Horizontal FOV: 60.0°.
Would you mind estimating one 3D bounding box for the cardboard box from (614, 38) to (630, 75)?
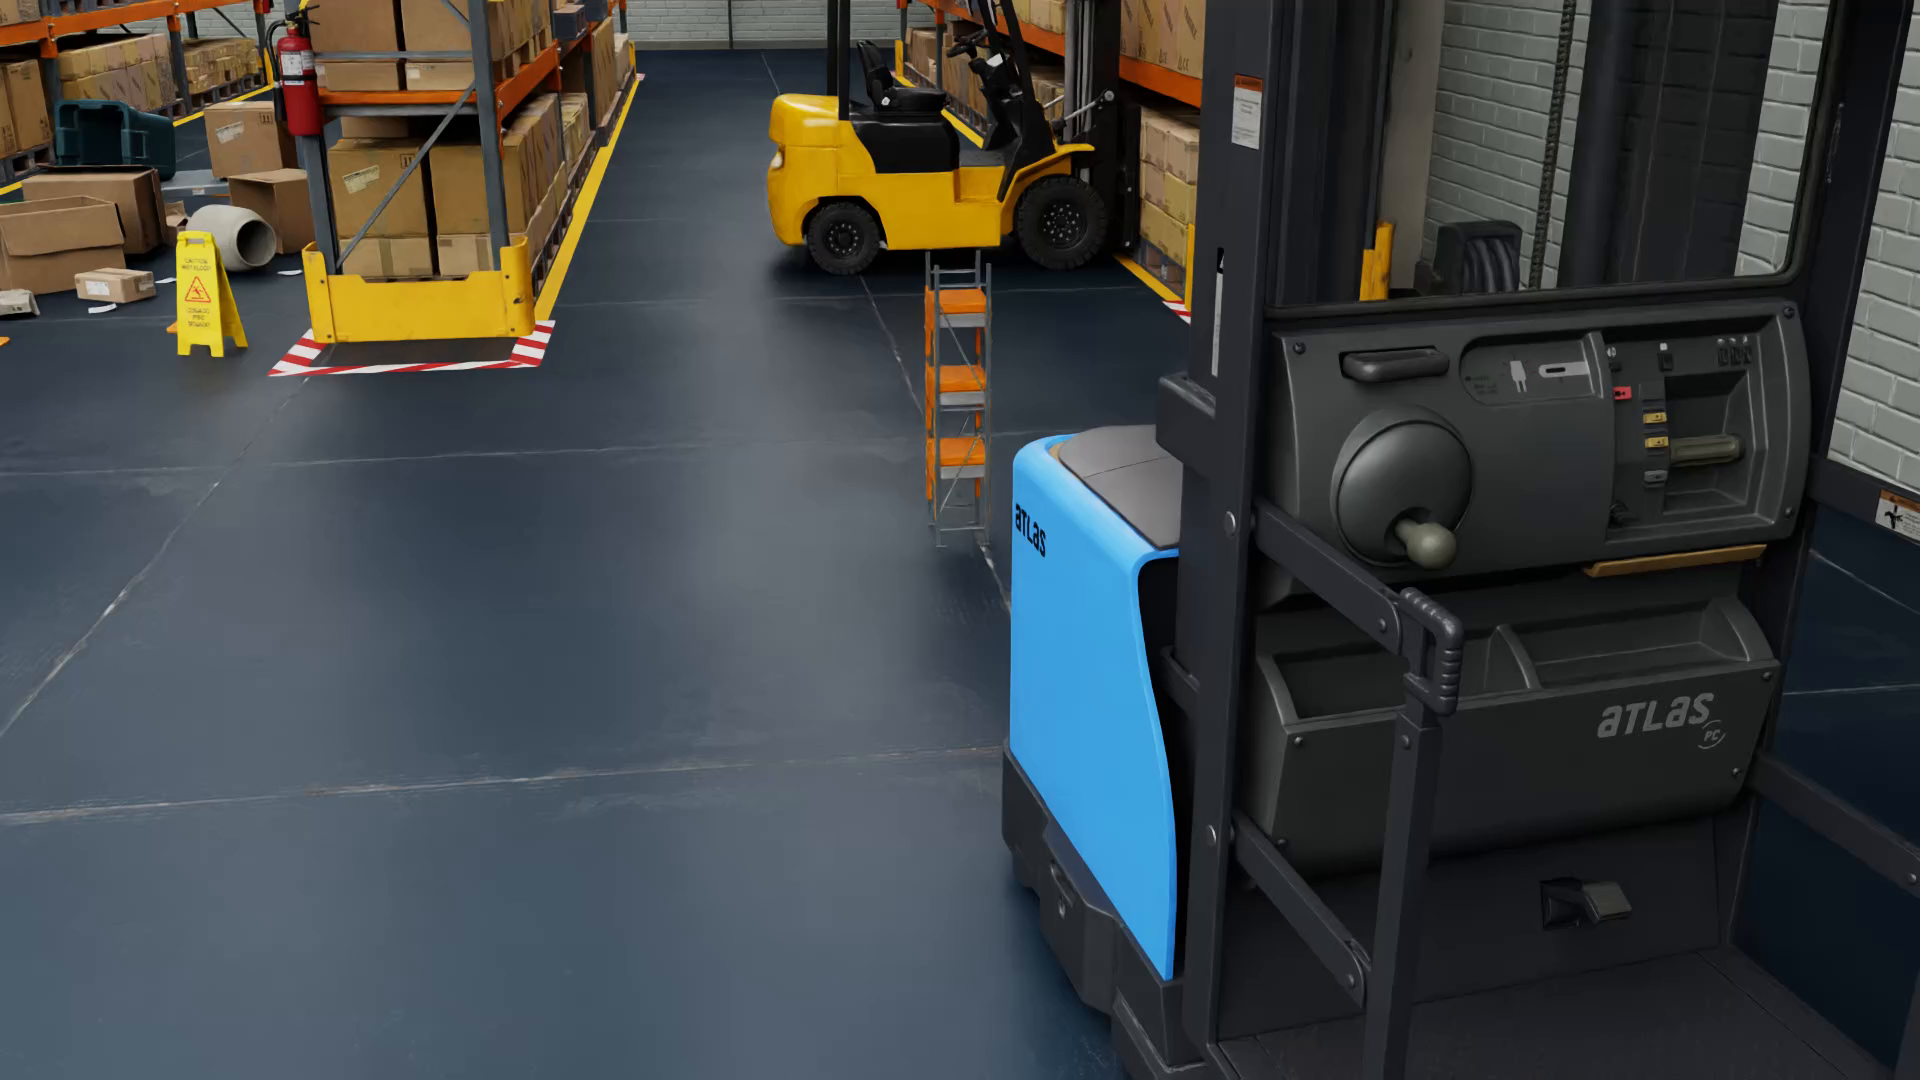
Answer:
[{"bbox_3d":[-4.950,-6.537,22.494,0.875,0.438,0.875,-2,21,-6],"label":"cardboard box"}]

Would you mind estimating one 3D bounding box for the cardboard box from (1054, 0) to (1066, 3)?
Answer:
[{"bbox_3d":[1.033,-4.499,13.474,0.500,0.250,0.500,-3,21,-9],"label":"cardboard box"}]

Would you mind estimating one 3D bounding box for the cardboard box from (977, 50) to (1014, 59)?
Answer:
[{"bbox_3d":[0.388,-5.143,17.745,0.380,0.149,0.250,-4,21,-11],"label":"cardboard box"}]

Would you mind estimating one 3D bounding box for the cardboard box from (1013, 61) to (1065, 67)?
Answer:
[{"bbox_3d":[0.856,-4.430,16.584,0.875,0.625,0.625,-2,21,-6],"label":"cardboard box"}]

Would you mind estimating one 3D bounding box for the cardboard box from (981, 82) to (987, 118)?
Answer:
[{"bbox_3d":[0.506,-4.724,17.549,0.500,0.500,0.500,-2,21,-6],"label":"cardboard box"}]

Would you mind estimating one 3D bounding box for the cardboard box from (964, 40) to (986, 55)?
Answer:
[{"bbox_3d":[0.242,-5.690,19.210,0.380,0.149,0.250,-2,21,-6],"label":"cardboard box"}]

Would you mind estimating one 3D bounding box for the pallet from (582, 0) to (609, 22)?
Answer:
[{"bbox_3d":[-3.923,-4.980,15.536,1.213,0.211,1.003,-3,21,-8],"label":"pallet"}]

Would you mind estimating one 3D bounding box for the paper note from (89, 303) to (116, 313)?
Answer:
[{"bbox_3d":[-5.084,-1.377,9.859,0.148,0.019,0.142,-11,23,-26],"label":"paper note"}]

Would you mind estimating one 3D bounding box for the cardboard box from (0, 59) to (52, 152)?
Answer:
[{"bbox_3d":[-9.017,-3.954,15.130,1.050,0.750,0.750,-3,21,-8],"label":"cardboard box"}]

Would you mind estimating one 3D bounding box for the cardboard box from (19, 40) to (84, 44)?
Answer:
[{"bbox_3d":[-9.598,-5.158,17.640,0.500,0.250,0.500,-2,21,-6],"label":"cardboard box"}]

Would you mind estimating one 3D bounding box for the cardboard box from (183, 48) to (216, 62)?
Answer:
[{"bbox_3d":[-9.519,-6.046,20.740,0.380,0.149,0.250,-2,21,-7],"label":"cardboard box"}]

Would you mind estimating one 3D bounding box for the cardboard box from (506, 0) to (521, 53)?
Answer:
[{"bbox_3d":[-2.850,-3.084,9.619,0.500,0.500,0.500,-2,21,-6],"label":"cardboard box"}]

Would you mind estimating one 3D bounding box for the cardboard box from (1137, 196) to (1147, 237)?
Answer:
[{"bbox_3d":[1.427,-2.194,11.134,0.500,0.250,0.500,-3,21,-7],"label":"cardboard box"}]

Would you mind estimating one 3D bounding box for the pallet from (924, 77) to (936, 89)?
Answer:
[{"bbox_3d":[0.105,-5.879,21.655,1.003,0.211,1.213,-3,21,-8],"label":"pallet"}]

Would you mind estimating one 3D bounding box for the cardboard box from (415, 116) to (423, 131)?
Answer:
[{"bbox_3d":[-3.504,-2.580,10.167,0.380,0.149,0.250,-3,21,-7],"label":"cardboard box"}]

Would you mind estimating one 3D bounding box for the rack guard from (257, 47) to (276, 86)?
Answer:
[{"bbox_3d":[-10.158,-6.599,23.169,1.175,0.500,0.348,-3,21,-8],"label":"rack guard"}]

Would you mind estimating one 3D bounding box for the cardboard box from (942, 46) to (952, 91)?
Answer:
[{"bbox_3d":[0.050,-5.794,20.415,0.500,0.500,0.500,-2,21,-5],"label":"cardboard box"}]

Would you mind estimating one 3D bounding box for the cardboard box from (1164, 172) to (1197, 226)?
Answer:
[{"bbox_3d":[1.553,-2.088,10.135,0.500,0.250,0.500,-3,21,-8],"label":"cardboard box"}]

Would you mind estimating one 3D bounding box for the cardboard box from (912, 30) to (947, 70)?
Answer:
[{"bbox_3d":[-0.294,-6.844,23.225,0.700,0.500,0.500,-2,21,-6],"label":"cardboard box"}]

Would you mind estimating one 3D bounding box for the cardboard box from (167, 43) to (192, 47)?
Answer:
[{"bbox_3d":[-10.213,-6.376,21.625,0.380,0.149,0.250,-2,21,-6],"label":"cardboard box"}]

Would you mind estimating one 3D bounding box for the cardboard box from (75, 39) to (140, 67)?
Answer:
[{"bbox_3d":[-9.083,-5.182,17.704,0.500,0.250,0.500,-4,21,-10],"label":"cardboard box"}]

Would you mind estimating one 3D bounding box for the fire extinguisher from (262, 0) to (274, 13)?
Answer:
[{"bbox_3d":[-9.748,-7.696,23.177,0.296,0.674,0.183,-3,21,-8],"label":"fire extinguisher"}]

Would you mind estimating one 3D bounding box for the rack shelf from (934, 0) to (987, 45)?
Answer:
[{"bbox_3d":[0.491,-5.918,18.802,1.077,0.370,4.000,-3,21,-8],"label":"rack shelf"}]

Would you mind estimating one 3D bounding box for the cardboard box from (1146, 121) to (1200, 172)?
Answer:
[{"bbox_3d":[1.479,-2.490,10.496,0.500,0.250,0.500,-3,21,-7],"label":"cardboard box"}]

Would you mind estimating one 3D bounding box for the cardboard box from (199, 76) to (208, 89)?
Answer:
[{"bbox_3d":[-9.452,-5.590,20.371,0.380,0.149,0.250,-3,21,-8],"label":"cardboard box"}]

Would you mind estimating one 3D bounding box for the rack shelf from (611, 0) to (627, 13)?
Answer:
[{"bbox_3d":[-4.996,-7.051,21.836,1.077,0.370,4.000,-3,21,-8],"label":"rack shelf"}]

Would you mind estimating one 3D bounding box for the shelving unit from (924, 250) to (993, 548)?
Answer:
[{"bbox_3d":[-0.008,-0.510,6.082,0.215,1.050,0.252,-3,21,-8],"label":"shelving unit"}]

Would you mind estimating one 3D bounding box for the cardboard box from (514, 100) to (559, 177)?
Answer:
[{"bbox_3d":[-3.129,-2.819,11.733,0.500,0.500,0.500,-3,21,-7],"label":"cardboard box"}]

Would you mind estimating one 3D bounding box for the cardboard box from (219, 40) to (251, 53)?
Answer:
[{"bbox_3d":[-9.699,-6.592,22.204,0.380,0.149,0.250,-3,21,-9],"label":"cardboard box"}]

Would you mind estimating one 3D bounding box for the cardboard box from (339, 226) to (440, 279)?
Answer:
[{"bbox_3d":[-3.365,-1.724,9.875,0.500,0.250,0.500,-3,21,-8],"label":"cardboard box"}]

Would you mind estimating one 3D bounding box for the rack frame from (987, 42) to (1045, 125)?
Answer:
[{"bbox_3d":[0.780,-5.563,16.822,1.000,3.000,0.127,-3,21,-8],"label":"rack frame"}]

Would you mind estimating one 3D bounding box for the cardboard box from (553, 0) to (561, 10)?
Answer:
[{"bbox_3d":[-3.322,-4.212,12.966,0.380,0.149,0.250,-3,21,-7],"label":"cardboard box"}]

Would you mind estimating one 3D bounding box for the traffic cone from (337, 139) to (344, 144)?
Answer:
[{"bbox_3d":[-5.119,-3.096,13.845,0.336,0.463,0.334,-3,21,-8],"label":"traffic cone"}]

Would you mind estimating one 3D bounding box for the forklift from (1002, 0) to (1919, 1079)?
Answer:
[{"bbox_3d":[0.999,-0.152,2.434,1.130,2.935,3.031,-6,21,-15],"label":"forklift"}]

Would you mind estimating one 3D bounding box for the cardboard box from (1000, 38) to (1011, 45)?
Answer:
[{"bbox_3d":[0.678,-5.804,19.515,0.380,0.149,0.250,-2,21,-6],"label":"cardboard box"}]

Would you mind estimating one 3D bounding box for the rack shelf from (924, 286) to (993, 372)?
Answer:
[{"bbox_3d":[-0.008,-0.766,5.986,0.215,0.259,0.240,-3,21,-8],"label":"rack shelf"}]

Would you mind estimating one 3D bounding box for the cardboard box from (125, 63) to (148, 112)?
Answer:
[{"bbox_3d":[-9.093,-4.838,17.854,0.500,0.500,0.500,-3,21,-9],"label":"cardboard box"}]

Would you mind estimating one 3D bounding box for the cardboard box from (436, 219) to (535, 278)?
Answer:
[{"bbox_3d":[-2.821,-1.743,9.925,0.500,0.250,0.500,-3,21,-8],"label":"cardboard box"}]

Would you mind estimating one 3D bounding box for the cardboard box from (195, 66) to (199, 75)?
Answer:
[{"bbox_3d":[-9.524,-5.719,20.290,0.380,0.149,0.250,-3,21,-8],"label":"cardboard box"}]

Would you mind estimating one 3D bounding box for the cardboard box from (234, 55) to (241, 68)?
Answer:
[{"bbox_3d":[-9.646,-6.270,21.765,0.380,0.149,0.250,-3,21,-7],"label":"cardboard box"}]

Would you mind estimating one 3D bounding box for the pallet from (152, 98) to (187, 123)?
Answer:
[{"bbox_3d":[-9.478,-4.835,18.861,1.003,0.211,1.213,-3,21,-8],"label":"pallet"}]

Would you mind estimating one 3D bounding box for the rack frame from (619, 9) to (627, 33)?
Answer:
[{"bbox_3d":[-5.285,-8.081,23.565,1.000,3.000,0.127,-3,21,-8],"label":"rack frame"}]

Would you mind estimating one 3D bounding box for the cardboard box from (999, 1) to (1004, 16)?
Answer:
[{"bbox_3d":[0.669,-5.152,15.937,0.500,0.250,0.500,-3,21,-9],"label":"cardboard box"}]

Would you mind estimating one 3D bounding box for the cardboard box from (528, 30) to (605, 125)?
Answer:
[{"bbox_3d":[-4.149,-4.756,17.098,0.875,0.875,0.875,-3,21,-8],"label":"cardboard box"}]

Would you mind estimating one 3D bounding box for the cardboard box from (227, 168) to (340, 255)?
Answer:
[{"bbox_3d":[-4.747,-2.317,11.700,0.500,0.500,0.500,12,24,29],"label":"cardboard box"}]

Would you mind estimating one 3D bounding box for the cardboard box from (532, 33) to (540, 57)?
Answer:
[{"bbox_3d":[-3.057,-3.361,11.286,0.380,0.149,0.250,-3,21,-9],"label":"cardboard box"}]

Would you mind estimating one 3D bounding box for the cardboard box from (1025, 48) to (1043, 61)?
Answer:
[{"bbox_3d":[0.886,-5.264,18.068,0.380,0.149,0.250,-3,21,-7],"label":"cardboard box"}]

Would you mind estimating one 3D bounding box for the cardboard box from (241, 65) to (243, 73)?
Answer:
[{"bbox_3d":[-9.748,-6.221,22.060,0.380,0.149,0.250,-3,21,-7],"label":"cardboard box"}]

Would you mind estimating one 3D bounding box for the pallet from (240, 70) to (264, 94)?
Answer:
[{"bbox_3d":[-10.075,-6.180,22.462,1.003,0.211,1.213,-3,21,-8],"label":"pallet"}]

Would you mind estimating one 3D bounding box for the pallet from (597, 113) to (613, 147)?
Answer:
[{"bbox_3d":[-4.171,-4.281,17.377,1.003,0.211,1.213,-3,21,-8],"label":"pallet"}]

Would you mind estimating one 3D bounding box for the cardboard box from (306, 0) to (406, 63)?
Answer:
[{"bbox_3d":[-3.329,-2.901,9.129,0.500,0.500,0.500,-3,21,-9],"label":"cardboard box"}]

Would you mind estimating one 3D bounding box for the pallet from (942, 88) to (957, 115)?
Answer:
[{"bbox_3d":[0.358,-5.361,20.269,1.003,0.211,1.213,-3,21,-8],"label":"pallet"}]
